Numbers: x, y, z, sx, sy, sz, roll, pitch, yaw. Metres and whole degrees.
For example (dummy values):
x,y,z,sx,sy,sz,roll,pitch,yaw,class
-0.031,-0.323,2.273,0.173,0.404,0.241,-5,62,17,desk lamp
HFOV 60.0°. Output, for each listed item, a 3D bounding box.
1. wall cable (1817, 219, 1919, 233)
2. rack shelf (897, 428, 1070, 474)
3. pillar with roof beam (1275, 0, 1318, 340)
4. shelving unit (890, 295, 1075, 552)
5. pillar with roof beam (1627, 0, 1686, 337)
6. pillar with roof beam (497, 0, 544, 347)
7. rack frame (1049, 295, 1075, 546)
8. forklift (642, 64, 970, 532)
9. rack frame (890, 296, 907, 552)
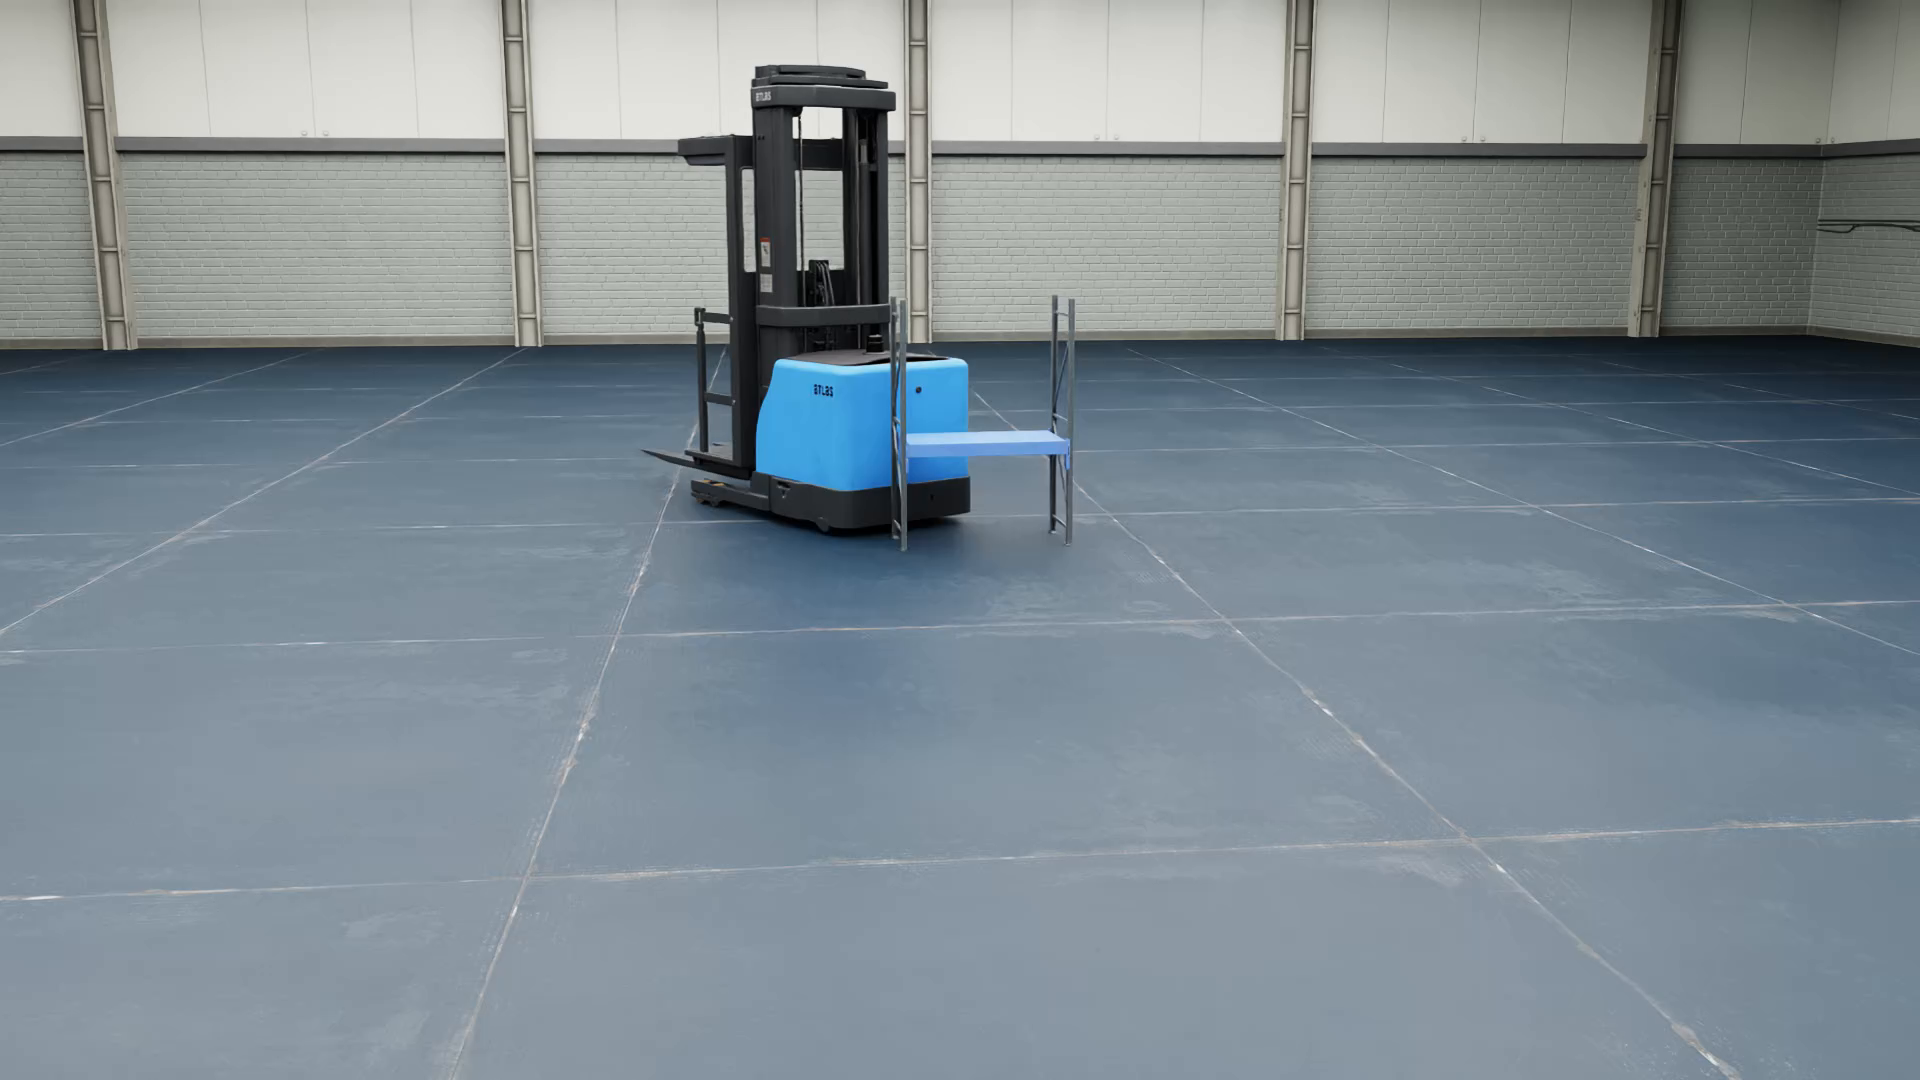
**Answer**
x,y,z,sx,sy,sz,roll,pitch,yaw,class
14.352,-6.064,25.933,0.112,2.526,3.097,-1,11,-6,wall cable
0.127,-0.552,10.219,1.000,0.185,0.538,-2,11,-10,rack shelf
5.781,-6.829,21.776,0.400,9.000,9.100,-1,11,-6,pillar with roof beam
0.127,-0.728,10.184,1.048,1.500,0.538,-2,11,-10,shelving unit
11.745,-6.954,22.412,0.400,9.000,9.100,-1,11,-6,pillar with roof beam
-6.149,-6.579,20.505,0.400,9.000,9.100,-1,11,-6,pillar with roof beam
0.628,-0.745,10.268,0.032,1.500,0.500,-2,11,-10,rack frame
-1.236,-1.720,11.519,1.130,2.935,3.031,-9,14,-37,forklift
-0.374,-0.712,10.100,0.032,1.500,0.500,-2,11,-10,rack frame
